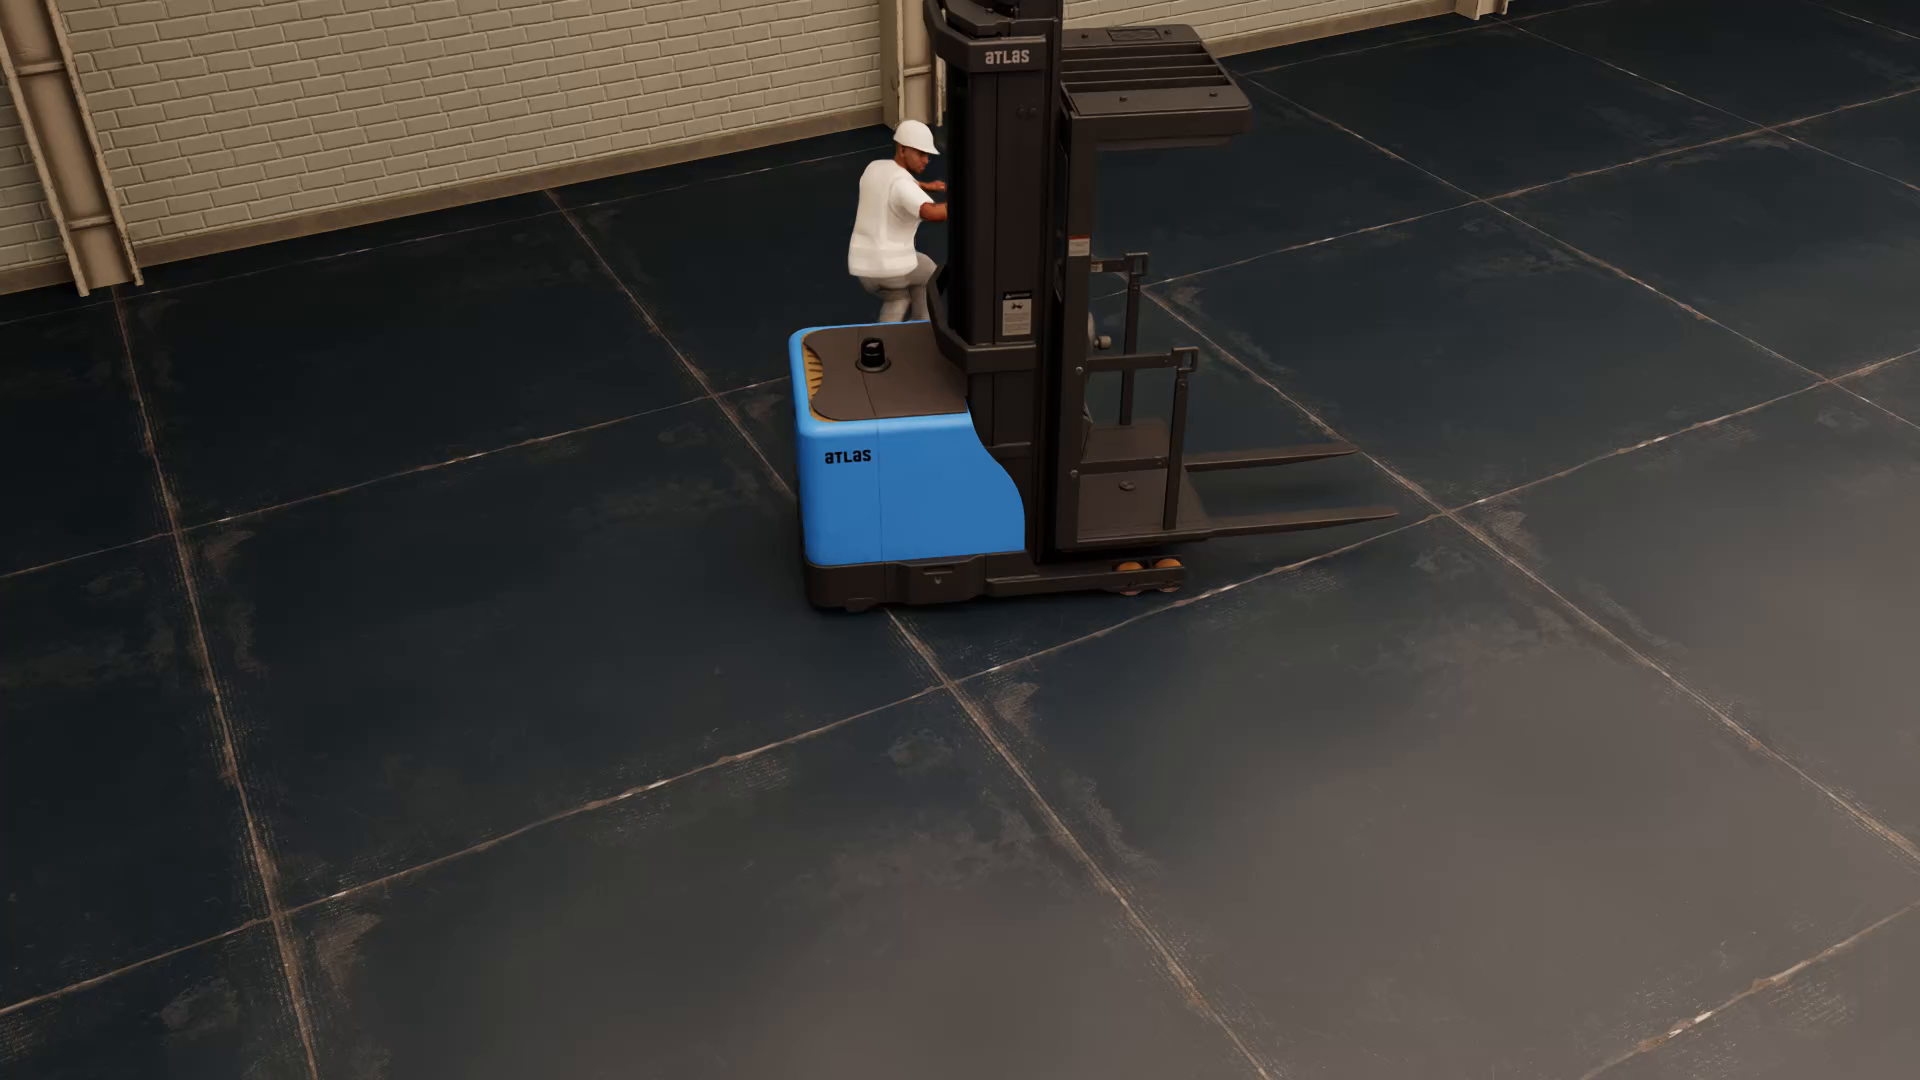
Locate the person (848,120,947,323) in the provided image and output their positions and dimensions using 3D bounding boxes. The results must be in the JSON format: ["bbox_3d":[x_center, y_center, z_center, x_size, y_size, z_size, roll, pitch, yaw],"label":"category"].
[{"bbox_3d":[-0.179,-1.780,9.916,0.850,1.470,1.103,21,41,27],"label":"person"}]

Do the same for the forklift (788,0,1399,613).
[{"bbox_3d":[0.691,-1.221,7.850,3.031,2.935,1.130,-5,36,-6],"label":"forklift"}]
